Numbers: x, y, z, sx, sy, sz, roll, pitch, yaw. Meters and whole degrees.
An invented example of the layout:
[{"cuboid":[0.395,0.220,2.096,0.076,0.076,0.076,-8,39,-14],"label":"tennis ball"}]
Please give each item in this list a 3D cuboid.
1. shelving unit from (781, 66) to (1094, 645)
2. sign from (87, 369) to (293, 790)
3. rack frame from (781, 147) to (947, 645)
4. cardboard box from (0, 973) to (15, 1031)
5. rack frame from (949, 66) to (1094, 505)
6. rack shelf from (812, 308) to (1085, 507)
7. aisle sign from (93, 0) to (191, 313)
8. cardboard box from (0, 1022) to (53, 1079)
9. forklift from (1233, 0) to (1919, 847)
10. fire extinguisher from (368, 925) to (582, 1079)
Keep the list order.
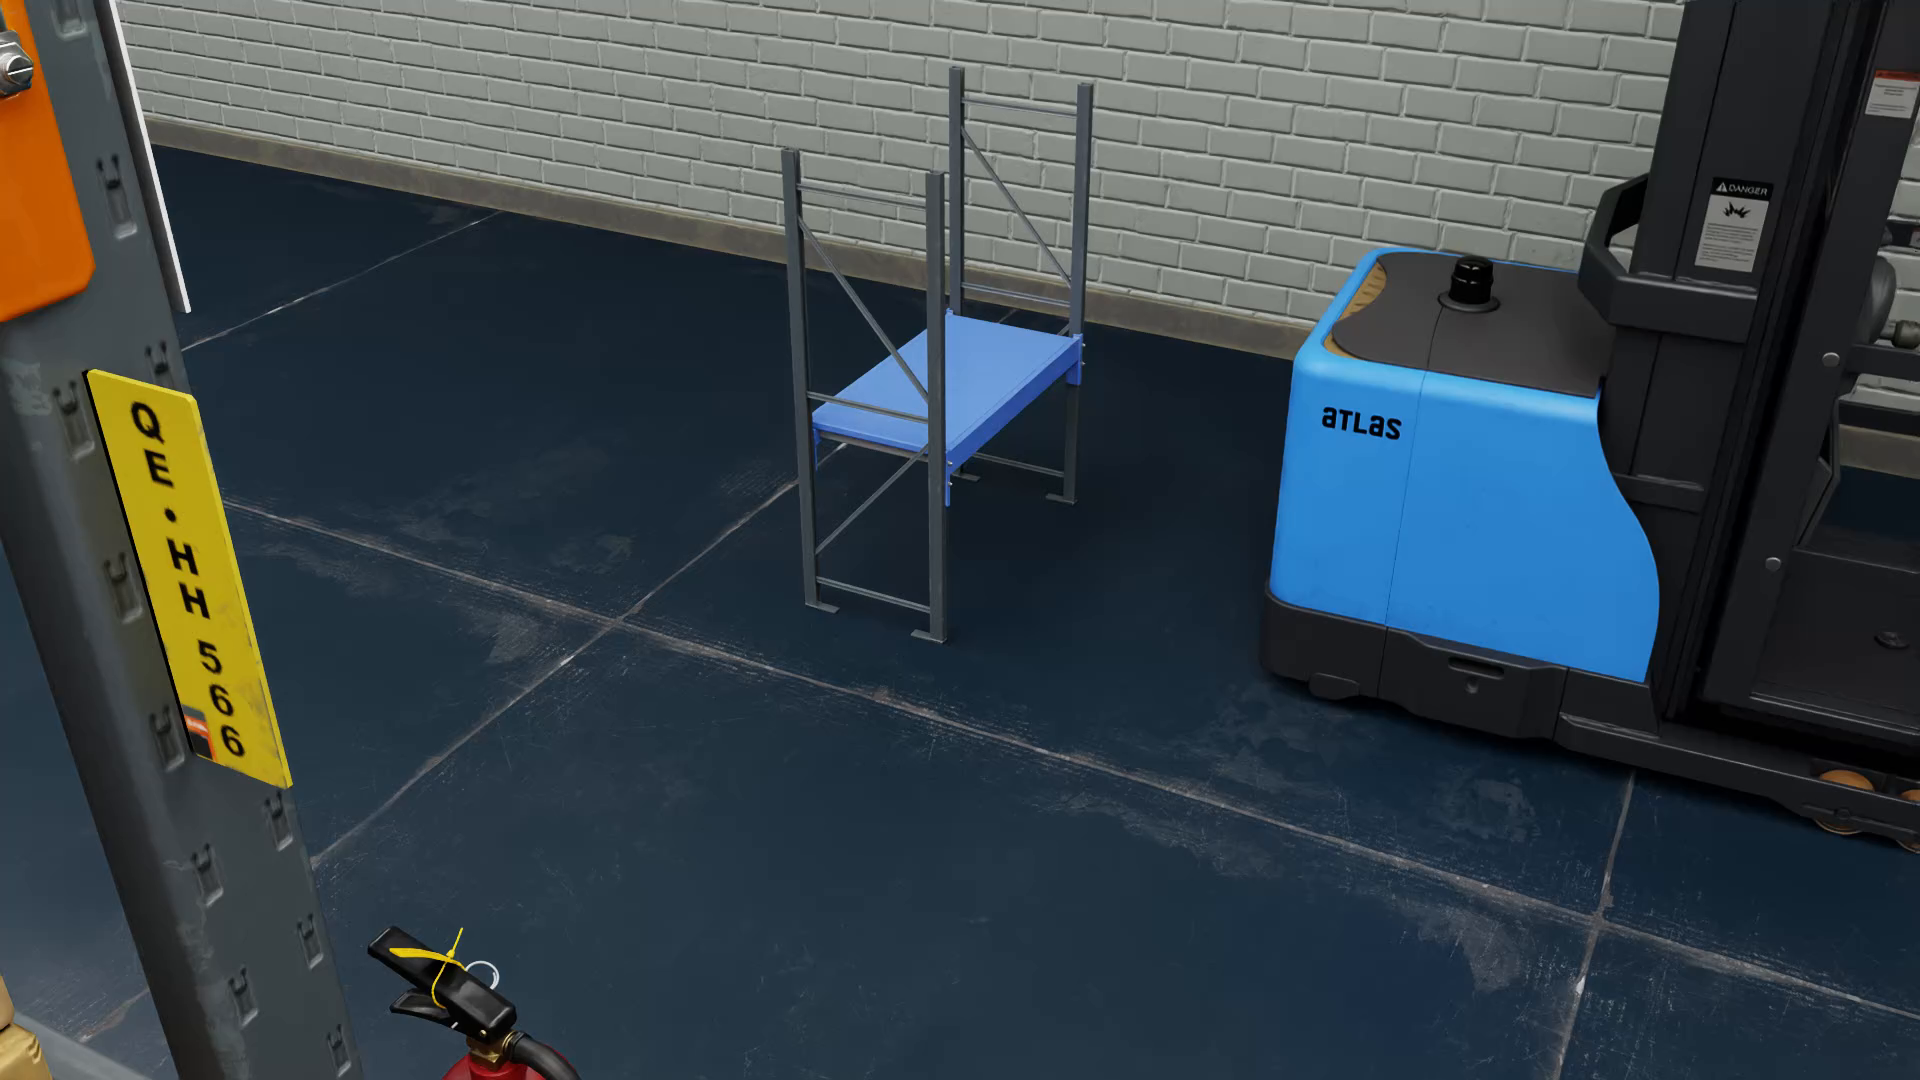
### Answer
[{"cuboid":[-0.039,-0.613,5.311,0.538,1.500,1.048,14,33,23],"label":"shelving unit"},{"cuboid":[-0.550,0.036,1.195,0.100,0.325,0.005,14,33,23],"label":"sign"},{"cuboid":[-0.270,-0.387,4.918,0.500,1.500,0.032,14,33,23],"label":"rack frame"},{"cuboid":[-1.022,0.194,0.997,0.500,0.500,0.500,14,33,22],"label":"cardboard box"},{"cuboid":[0.193,-0.838,5.703,0.500,1.500,0.032,14,33,23],"label":"rack frame"},{"cuboid":[-0.039,-0.457,5.400,0.538,0.185,1.000,14,33,23],"label":"rack shelf"},{"cuboid":[-0.734,-0.551,1.087,0.394,0.787,0.004,14,33,23],"label":"aisle sign"},{"cuboid":[-1.010,0.626,1.249,0.500,0.500,0.500,15,33,24],"label":"cardboard box"},{"cuboid":[2.387,-0.772,4.150,3.031,2.935,1.130,13,32,21],"label":"forklift"},{"cuboid":[-0.509,0.729,1.921,0.296,0.674,0.183,14,33,23],"label":"fire extinguisher"}]
